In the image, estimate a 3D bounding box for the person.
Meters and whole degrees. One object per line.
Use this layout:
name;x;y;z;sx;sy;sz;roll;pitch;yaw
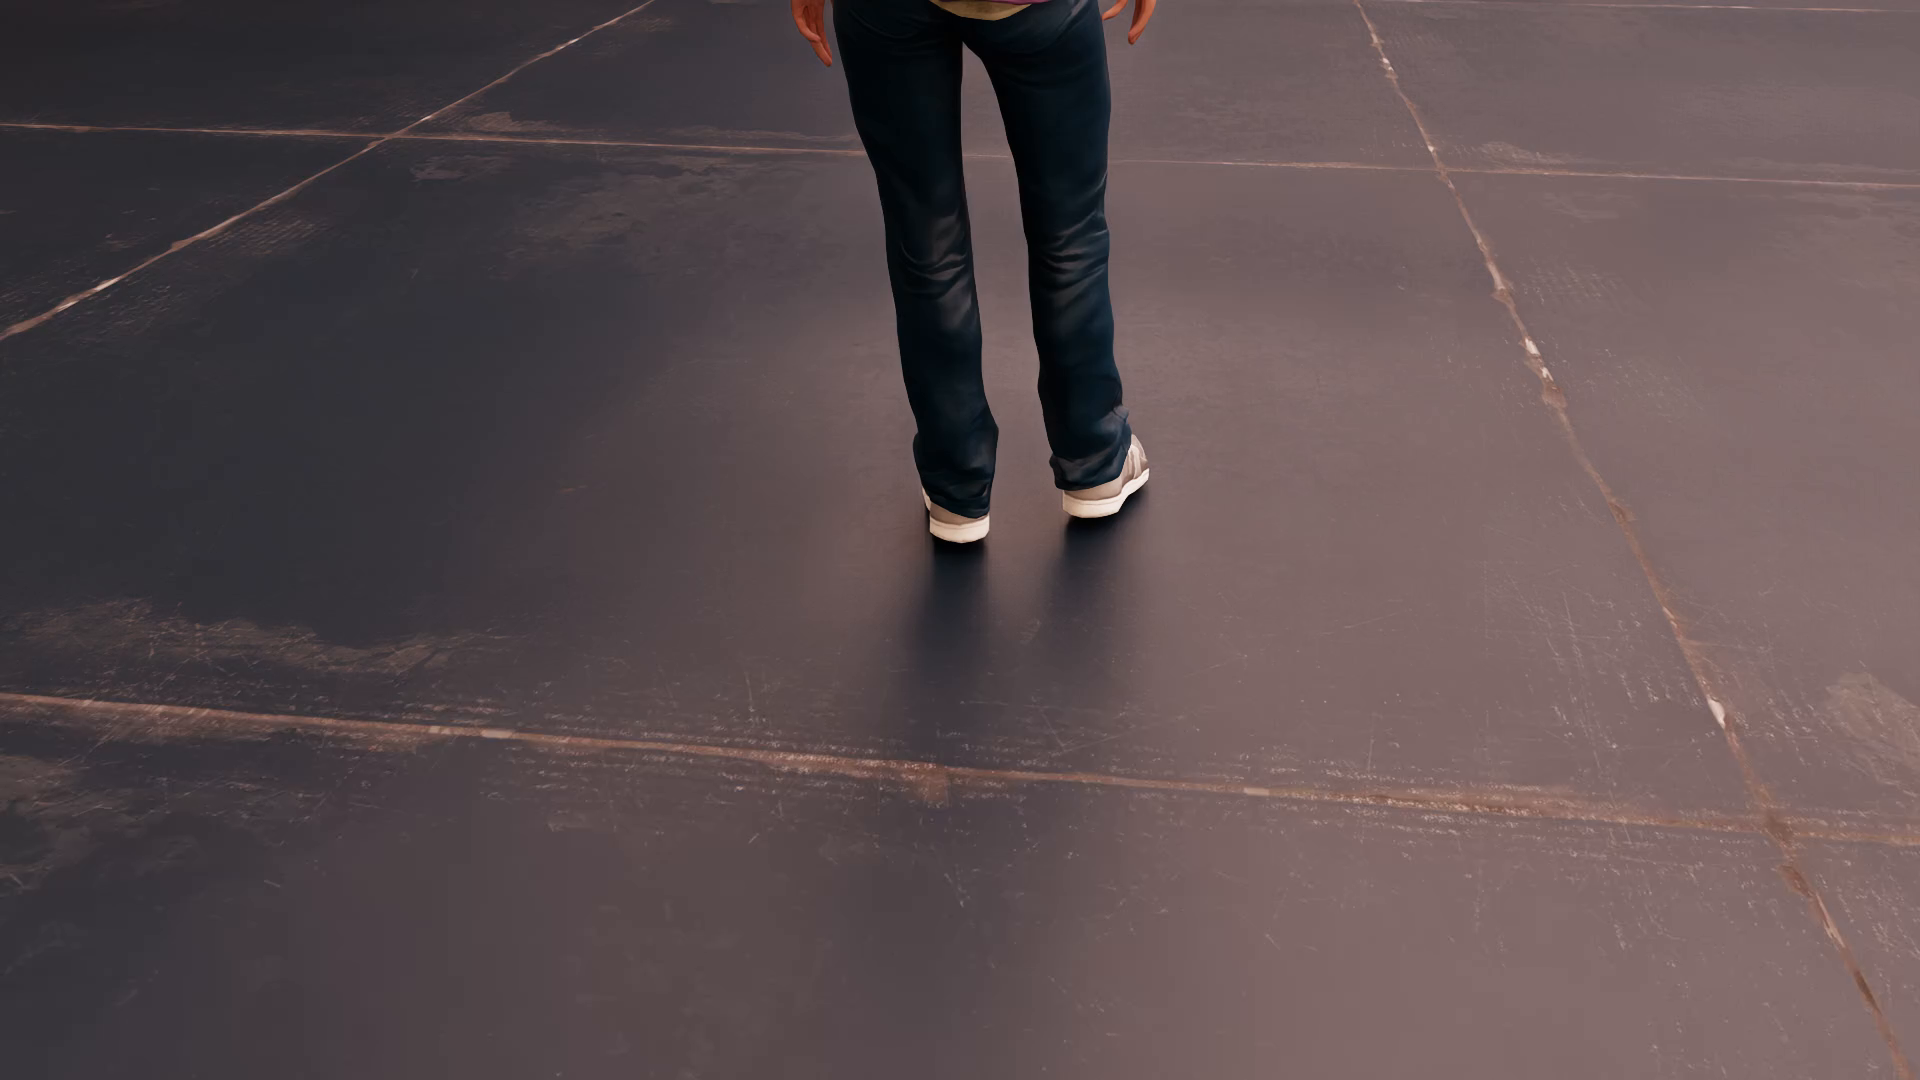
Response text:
person;0.024;-0.753;2.204;0.520;1.597;0.476;3;27;7
